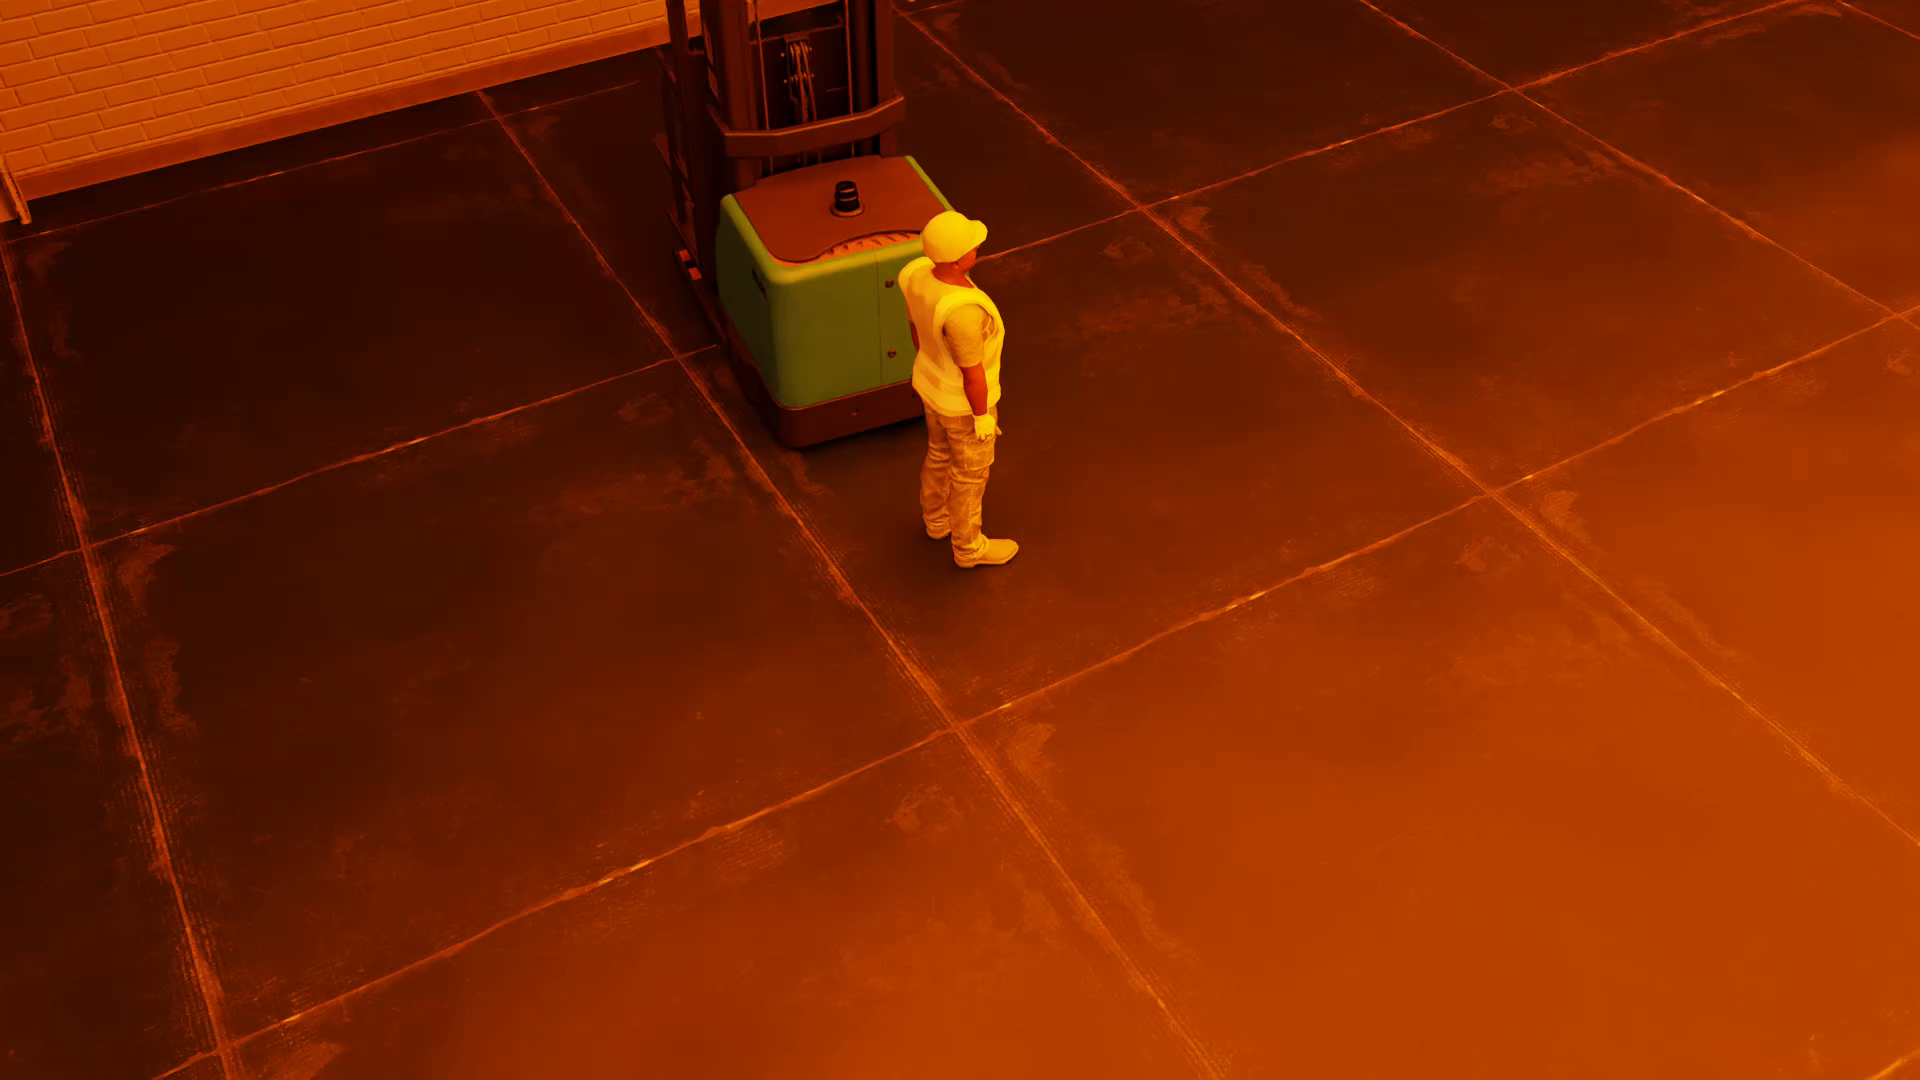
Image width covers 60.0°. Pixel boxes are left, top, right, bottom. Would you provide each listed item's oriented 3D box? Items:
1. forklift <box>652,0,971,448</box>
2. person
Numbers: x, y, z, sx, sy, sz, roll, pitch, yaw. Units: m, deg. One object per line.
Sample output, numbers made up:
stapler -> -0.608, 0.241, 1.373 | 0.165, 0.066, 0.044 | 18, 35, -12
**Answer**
forklift -> -0.979, -2.543, 8.440 | 1.130, 2.935, 3.031 | -16, 45, -17
person -> 0.001, -0.656, 7.249 | 0.387, 1.789, 0.543 | -21, 47, -21
